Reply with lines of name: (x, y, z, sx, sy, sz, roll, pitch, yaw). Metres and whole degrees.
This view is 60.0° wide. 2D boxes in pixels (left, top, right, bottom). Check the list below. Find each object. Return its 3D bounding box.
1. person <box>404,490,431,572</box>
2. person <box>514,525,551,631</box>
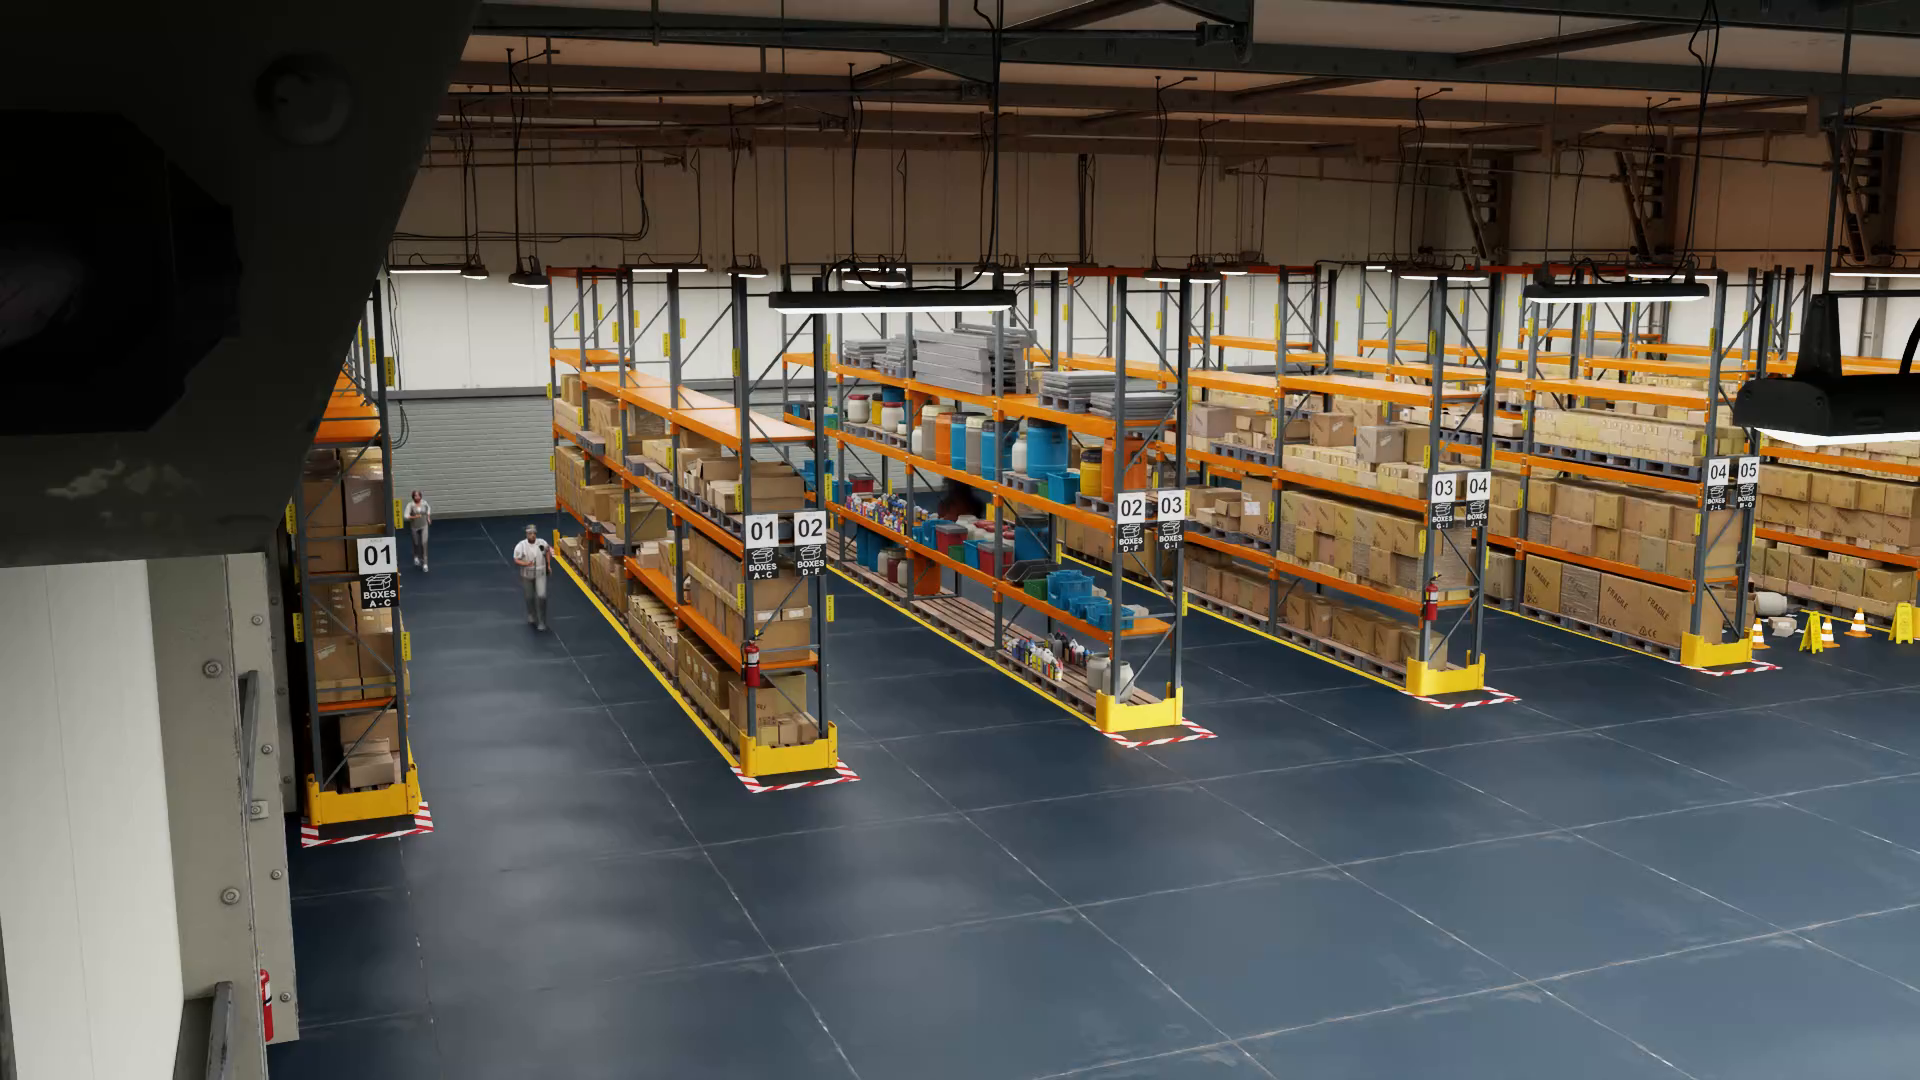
person: (-10.778, -0.169, 33.095, 0.526, 1.493, 0.887, -4, 11, -24)
person: (-7.185, 0.631, 28.003, 0.609, 1.837, 0.856, -3, 10, -16)
